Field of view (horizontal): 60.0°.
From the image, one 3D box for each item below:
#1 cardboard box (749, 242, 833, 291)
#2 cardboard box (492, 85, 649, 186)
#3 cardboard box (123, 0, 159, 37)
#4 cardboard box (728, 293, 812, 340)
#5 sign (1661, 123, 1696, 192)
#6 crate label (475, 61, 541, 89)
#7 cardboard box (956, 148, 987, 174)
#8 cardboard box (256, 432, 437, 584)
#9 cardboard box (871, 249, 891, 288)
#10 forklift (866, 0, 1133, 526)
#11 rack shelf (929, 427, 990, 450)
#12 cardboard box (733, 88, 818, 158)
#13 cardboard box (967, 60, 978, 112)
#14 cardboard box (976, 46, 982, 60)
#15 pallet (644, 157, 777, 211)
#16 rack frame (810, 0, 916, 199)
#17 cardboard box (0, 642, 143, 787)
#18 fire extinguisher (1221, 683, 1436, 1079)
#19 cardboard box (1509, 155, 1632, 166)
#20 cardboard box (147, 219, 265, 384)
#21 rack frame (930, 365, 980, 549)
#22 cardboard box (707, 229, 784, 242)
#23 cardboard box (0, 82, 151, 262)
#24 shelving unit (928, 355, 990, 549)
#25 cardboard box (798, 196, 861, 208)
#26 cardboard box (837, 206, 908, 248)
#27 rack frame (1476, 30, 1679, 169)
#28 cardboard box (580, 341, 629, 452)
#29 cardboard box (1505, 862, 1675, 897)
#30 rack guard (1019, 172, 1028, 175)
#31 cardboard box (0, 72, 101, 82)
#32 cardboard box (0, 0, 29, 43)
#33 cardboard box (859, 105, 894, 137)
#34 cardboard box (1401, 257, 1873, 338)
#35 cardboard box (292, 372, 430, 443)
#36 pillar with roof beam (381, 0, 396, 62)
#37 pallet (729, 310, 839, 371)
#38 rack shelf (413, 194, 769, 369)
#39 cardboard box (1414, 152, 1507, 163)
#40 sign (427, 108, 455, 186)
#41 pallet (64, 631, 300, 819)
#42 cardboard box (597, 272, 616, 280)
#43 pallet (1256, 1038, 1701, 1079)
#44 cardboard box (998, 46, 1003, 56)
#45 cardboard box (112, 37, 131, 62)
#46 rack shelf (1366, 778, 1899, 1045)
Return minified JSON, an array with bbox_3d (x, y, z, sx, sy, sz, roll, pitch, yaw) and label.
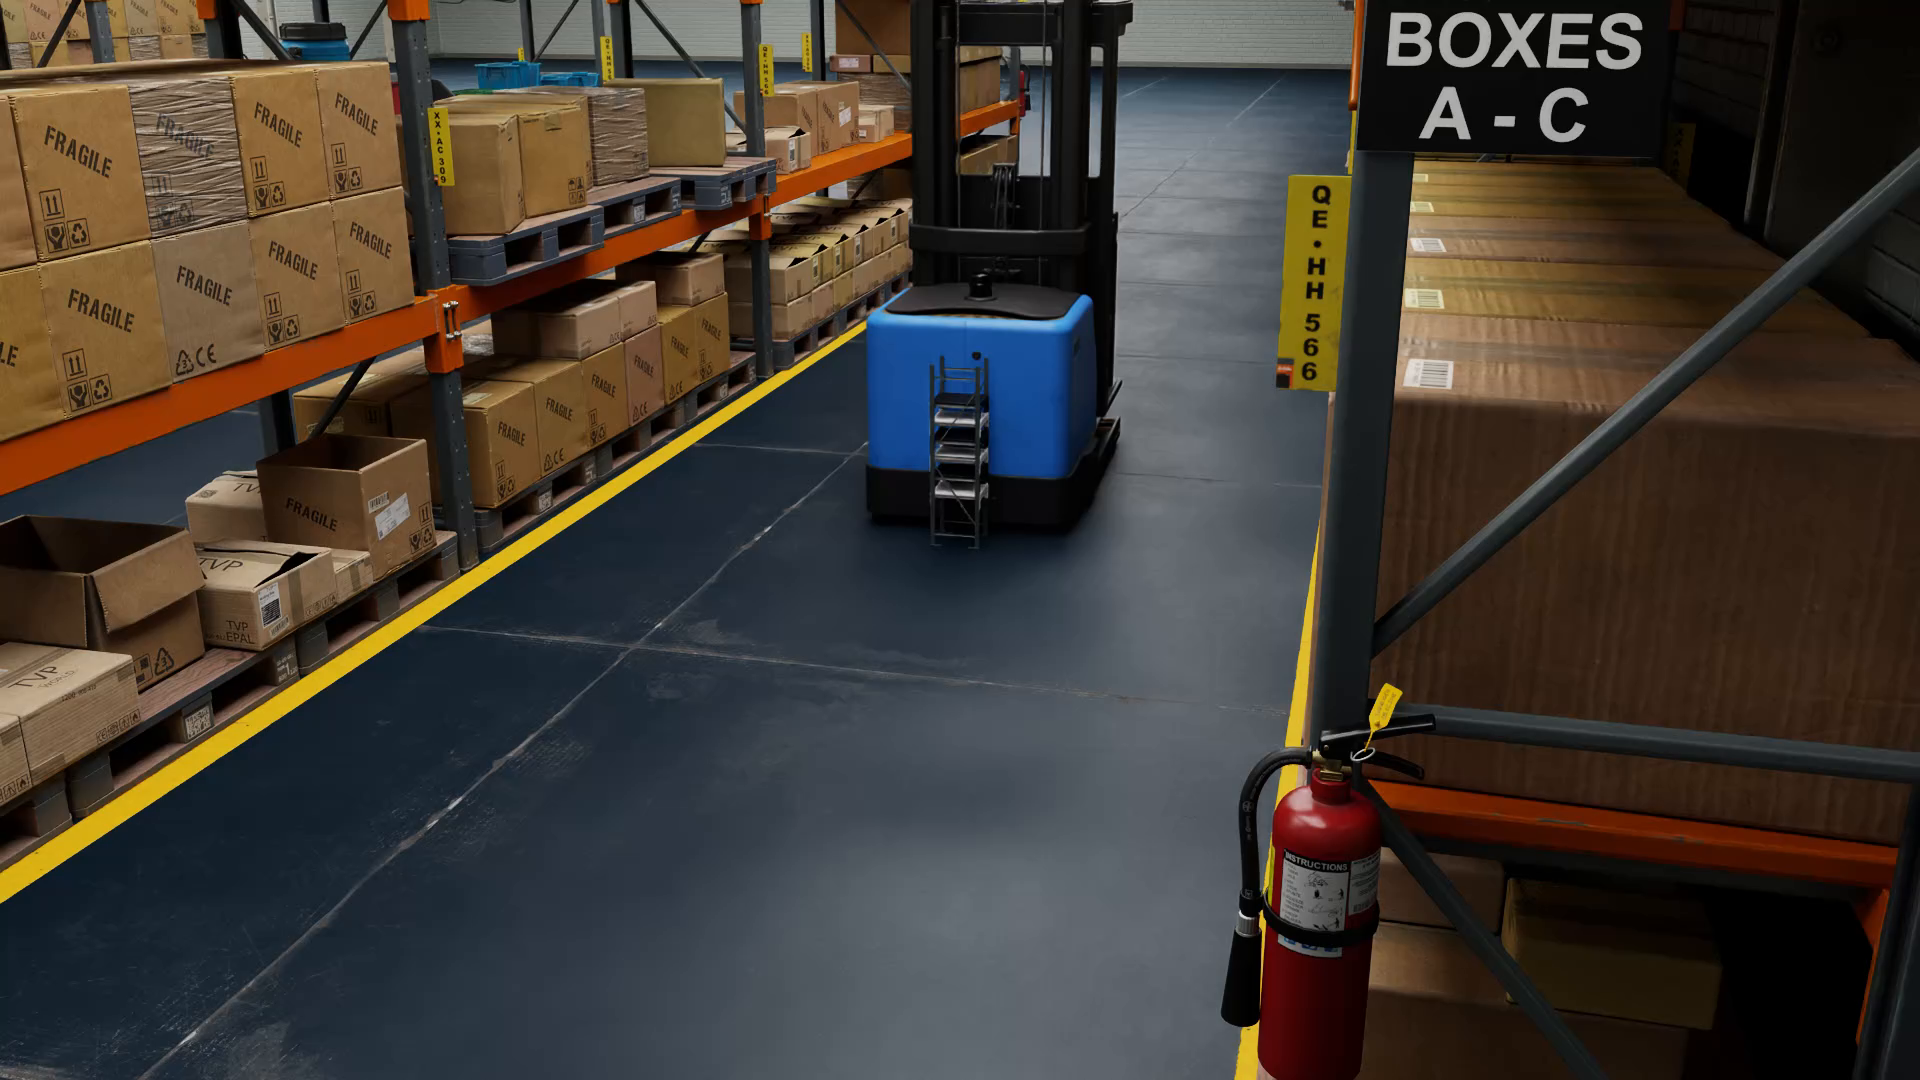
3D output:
[{"bbox_3d":[-1.255,-2.045,12.272,0.500,0.311,0.500,4,19,12],"label":"cardboard box"},{"bbox_3d":[-2.241,-2.344,9.606,0.700,0.500,0.500,9,21,24],"label":"cardboard box"},{"bbox_3d":[-9.575,-6.023,19.018,0.500,0.500,0.500,5,19,13],"label":"cardboard box"},{"bbox_3d":[-1.375,-1.615,11.879,0.500,0.250,0.500,5,19,13],"label":"cardboard box"},{"bbox_3d":[2.578,-1.336,5.997,0.100,0.325,0.005,5,19,13],"label":"sign"},{"bbox_3d":[-4.823,-4.895,17.822,0.502,0.435,0.616,5,19,13],"label":"crate label"},{"bbox_3d":[-0.030,-3.673,16.746,0.500,0.500,0.500,5,19,13],"label":"cardboard box"},{"bbox_3d":[-2.630,-0.147,7.163,0.500,0.500,0.500,5,19,13],"label":"cardboard box"},{"bbox_3d":[-0.881,-2.256,13.756,0.500,0.250,0.500,5,20,15],"label":"cardboard box"},{"bbox_3d":[0.334,-1.897,9.207,1.130,2.935,3.031,4,19,11],"label":"forklift"},{"bbox_3d":[-0.003,-0.476,8.013,0.258,0.077,0.200,4,19,12],"label":"rack shelf"},{"bbox_3d":[-1.394,-3.151,12.617,0.500,0.500,0.500,4,19,10],"label":"cardboard box"},{"bbox_3d":[-0.211,-4.666,17.052,0.700,0.500,0.500,5,19,14],"label":"cardboard box"},{"bbox_3d":[0.006,-4.980,16.968,0.380,0.149,0.250,5,20,15],"label":"cardboard box"},{"bbox_3d":[-1.886,-2.267,10.482,1.213,0.211,1.003,5,19,13],"label":"pallet"},{"bbox_3d":[-0.811,-3.830,14.760,1.000,3.000,0.127,5,19,13],"label":"rack frame"},{"bbox_3d":[-3.091,0.563,5.473,0.500,0.250,0.500,5,19,13],"label":"cardboard box"},{"bbox_3d":[0.577,0.545,2.648,0.296,0.674,0.183,5,19,13],"label":"fire extinguisher"},{"bbox_3d":[2.404,-1.609,6.450,0.500,0.250,0.500,5,20,15],"label":"cardboard box"},{"bbox_3d":[-2.887,-0.870,5.939,0.500,0.500,0.500,5,20,15],"label":"cardboard box"},{"bbox_3d":[-0.025,-0.390,7.938,0.240,0.900,0.006,4,19,12],"label":"rack frame"},{"bbox_3d":[-1.652,-2.244,12.854,0.500,0.311,0.500,5,19,13],"label":"cardboard box"},{"bbox_3d":[-3.008,-1.188,5.323,0.500,0.500,0.500,4,19,13],"label":"cardboard box"},{"bbox_3d":[-0.003,-0.422,8.032,0.258,0.900,0.210,4,19,12],"label":"shelving unit"},{"bbox_3d":[-1.153,-2.883,14.724,0.500,0.311,0.500,5,19,14],"label":"cardboard box"},{"bbox_3d":[-0.753,-2.680,14.129,0.500,0.311,0.500,5,20,15],"label":"cardboard box"},{"bbox_3d":[2.039,-0.933,6.277,1.000,3.000,0.127,5,19,13],"label":"rack frame"},{"bbox_3d":[-2.162,-0.804,9.088,0.500,0.500,0.500,5,19,14],"label":"cardboard box"},{"bbox_3d":[1.422,0.667,3.807,0.380,0.149,0.250,5,19,14],"label":"cardboard box"},{"bbox_3d":[0.172,-3.908,18.857,1.175,0.500,0.348,5,19,13],"label":"rack guard"},{"bbox_3d":[-3.405,-1.395,5.929,0.500,0.500,0.500,4,19,12],"label":"cardboard box"},{"bbox_3d":[-10.060,-5.396,17.182,0.500,0.500,0.500,5,19,13],"label":"cardboard box"},{"bbox_3d":[-0.889,-3.601,14.322,0.500,0.250,0.500,6,20,17],"label":"cardboard box"},{"bbox_3d":[1.344,-0.210,3.698,0.980,0.700,0.700,5,19,13],"label":"cardboard box"},{"bbox_3d":[-2.923,-0.525,8.271,0.500,0.500,0.500,5,19,13],"label":"cardboard box"},{"bbox_3d":[-13.402,-18.796,49.294,9.100,9.000,0.400,5,19,13],"label":"pillar with roof beam"},{"bbox_3d":[-1.549,-1.512,12.287,1.003,0.211,1.213,5,19,13],"label":"pallet"},{"bbox_3d":[-2.277,-1.609,9.370,1.077,0.370,4.000,5,19,13],"label":"rack shelf"},{"bbox_3d":[1.905,-1.652,6.576,0.500,0.250,0.500,5,20,15],"label":"cardboard box"},{"bbox_3d":[-2.237,-1.692,7.161,0.100,0.325,0.005,5,19,13],"label":"sign"},{"bbox_3d":[-3.230,0.596,6.117,1.003,0.211,1.213,5,19,13],"label":"pallet"},{"bbox_3d":[-2.177,-1.481,11.071,0.500,0.500,0.500,6,20,16],"label":"cardboard box"},{"bbox_3d":[1.181,1.384,3.809,1.003,0.211,1.213,5,19,13],"label":"pallet"},{"bbox_3d":[0.258,-5.303,17.915,0.380,0.149,0.250,4,19,12],"label":"cardboard box"},{"bbox_3d":[-9.903,-5.410,18.770,0.875,0.500,0.500,5,19,13],"label":"cardboard box"},{"bbox_3d":[1.550,0.035,4.558,1.077,0.370,4.000,5,19,13],"label":"rack shelf"}]
